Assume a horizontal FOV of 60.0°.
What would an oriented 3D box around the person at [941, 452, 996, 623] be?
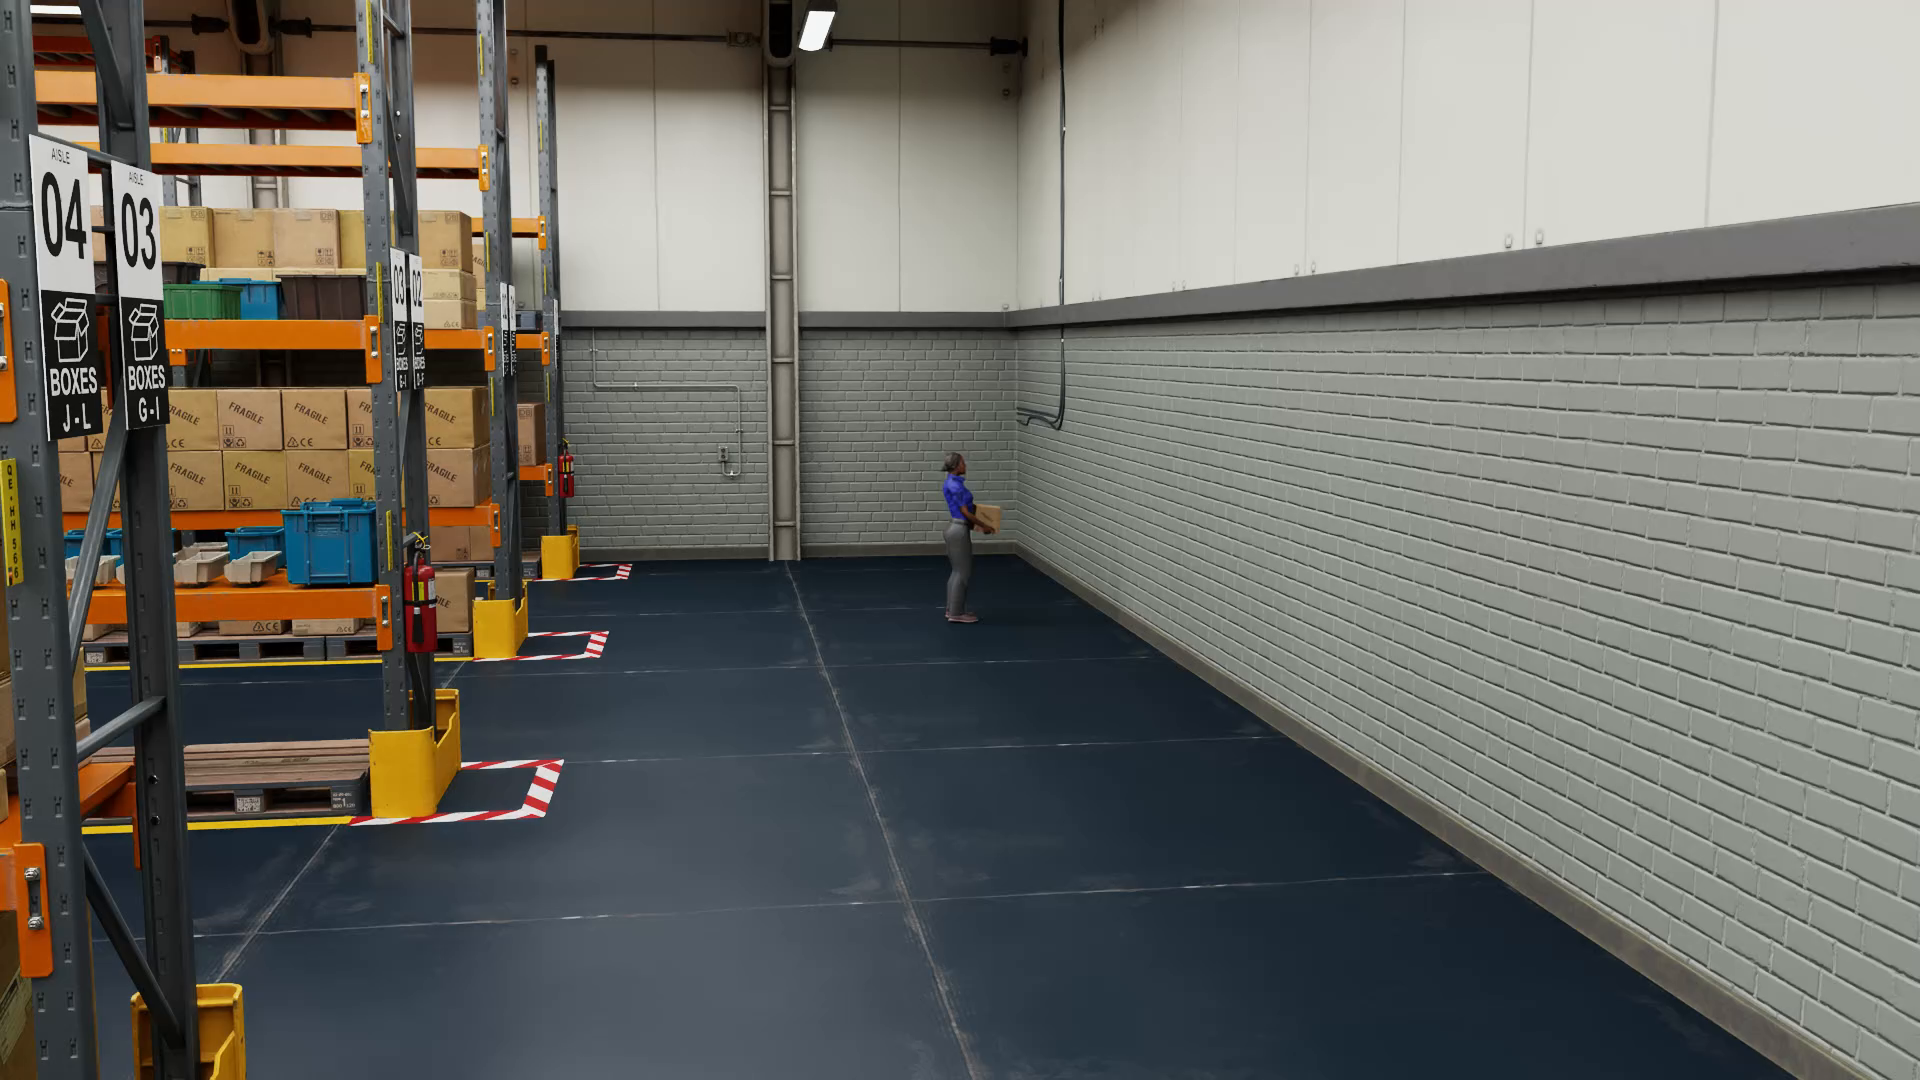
[{"bbox_3d":[0.072,-0.032,16.185,0.512,1.650,0.451,-1,7,-8],"label":"person"}]
